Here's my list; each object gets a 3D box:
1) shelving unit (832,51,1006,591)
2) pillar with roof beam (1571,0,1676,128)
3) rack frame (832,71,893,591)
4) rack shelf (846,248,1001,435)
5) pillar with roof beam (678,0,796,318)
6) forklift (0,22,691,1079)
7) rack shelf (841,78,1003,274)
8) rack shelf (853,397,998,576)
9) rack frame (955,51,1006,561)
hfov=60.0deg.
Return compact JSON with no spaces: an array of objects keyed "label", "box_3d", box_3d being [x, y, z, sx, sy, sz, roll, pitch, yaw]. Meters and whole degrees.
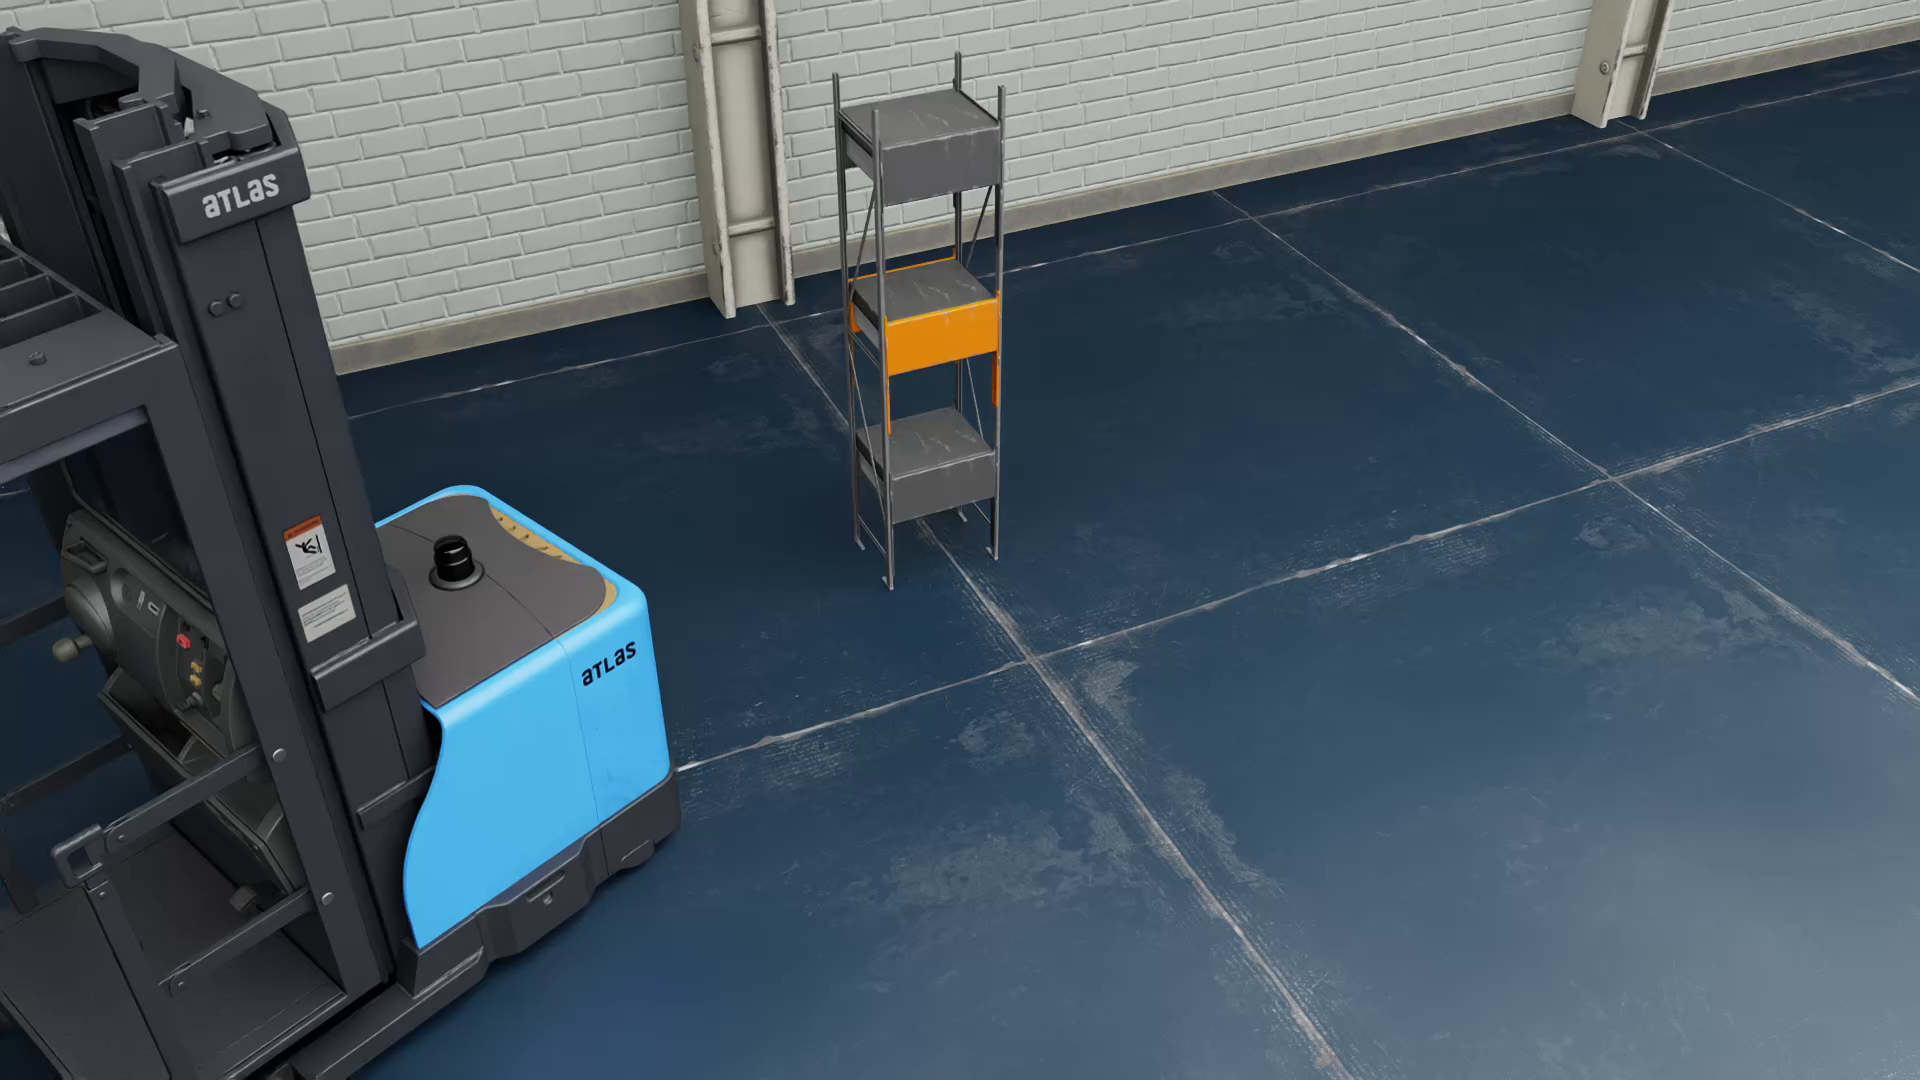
[{"label":"shelving unit","box_3d":[-0.150,-0.801,6.568,0.503,2.100,0.431,-16,39,-20]},{"label":"pillar with roof beam","box_3d":[6.131,-4.120,5.251,0.400,9.000,9.100,-16,39,-20]},{"label":"rack frame","box_3d":[-0.371,-0.740,6.485,0.015,2.100,0.400,-16,39,-20]},{"label":"rack shelf","box_3d":[-0.150,-0.790,6.576,0.480,0.518,0.431,-16,39,-20]},{"label":"pillar with roof beam","box_3d":[0.699,-2.602,3.204,0.400,9.000,9.100,-16,39,-20]},{"label":"forklift","box_3d":[-2.298,0.300,4.386,1.130,2.935,3.031,28,45,32]},{"label":"rack shelf","box_3d":[-0.150,-1.353,6.159,0.480,0.518,0.431,-16,39,-20]},{"label":"rack shelf","box_3d":[-0.150,-0.228,6.993,0.480,0.518,0.431,-16,39,-20]},{"label":"rack frame","box_3d":[0.071,-0.863,6.651,0.015,2.100,0.400,-16,39,-20]}]
